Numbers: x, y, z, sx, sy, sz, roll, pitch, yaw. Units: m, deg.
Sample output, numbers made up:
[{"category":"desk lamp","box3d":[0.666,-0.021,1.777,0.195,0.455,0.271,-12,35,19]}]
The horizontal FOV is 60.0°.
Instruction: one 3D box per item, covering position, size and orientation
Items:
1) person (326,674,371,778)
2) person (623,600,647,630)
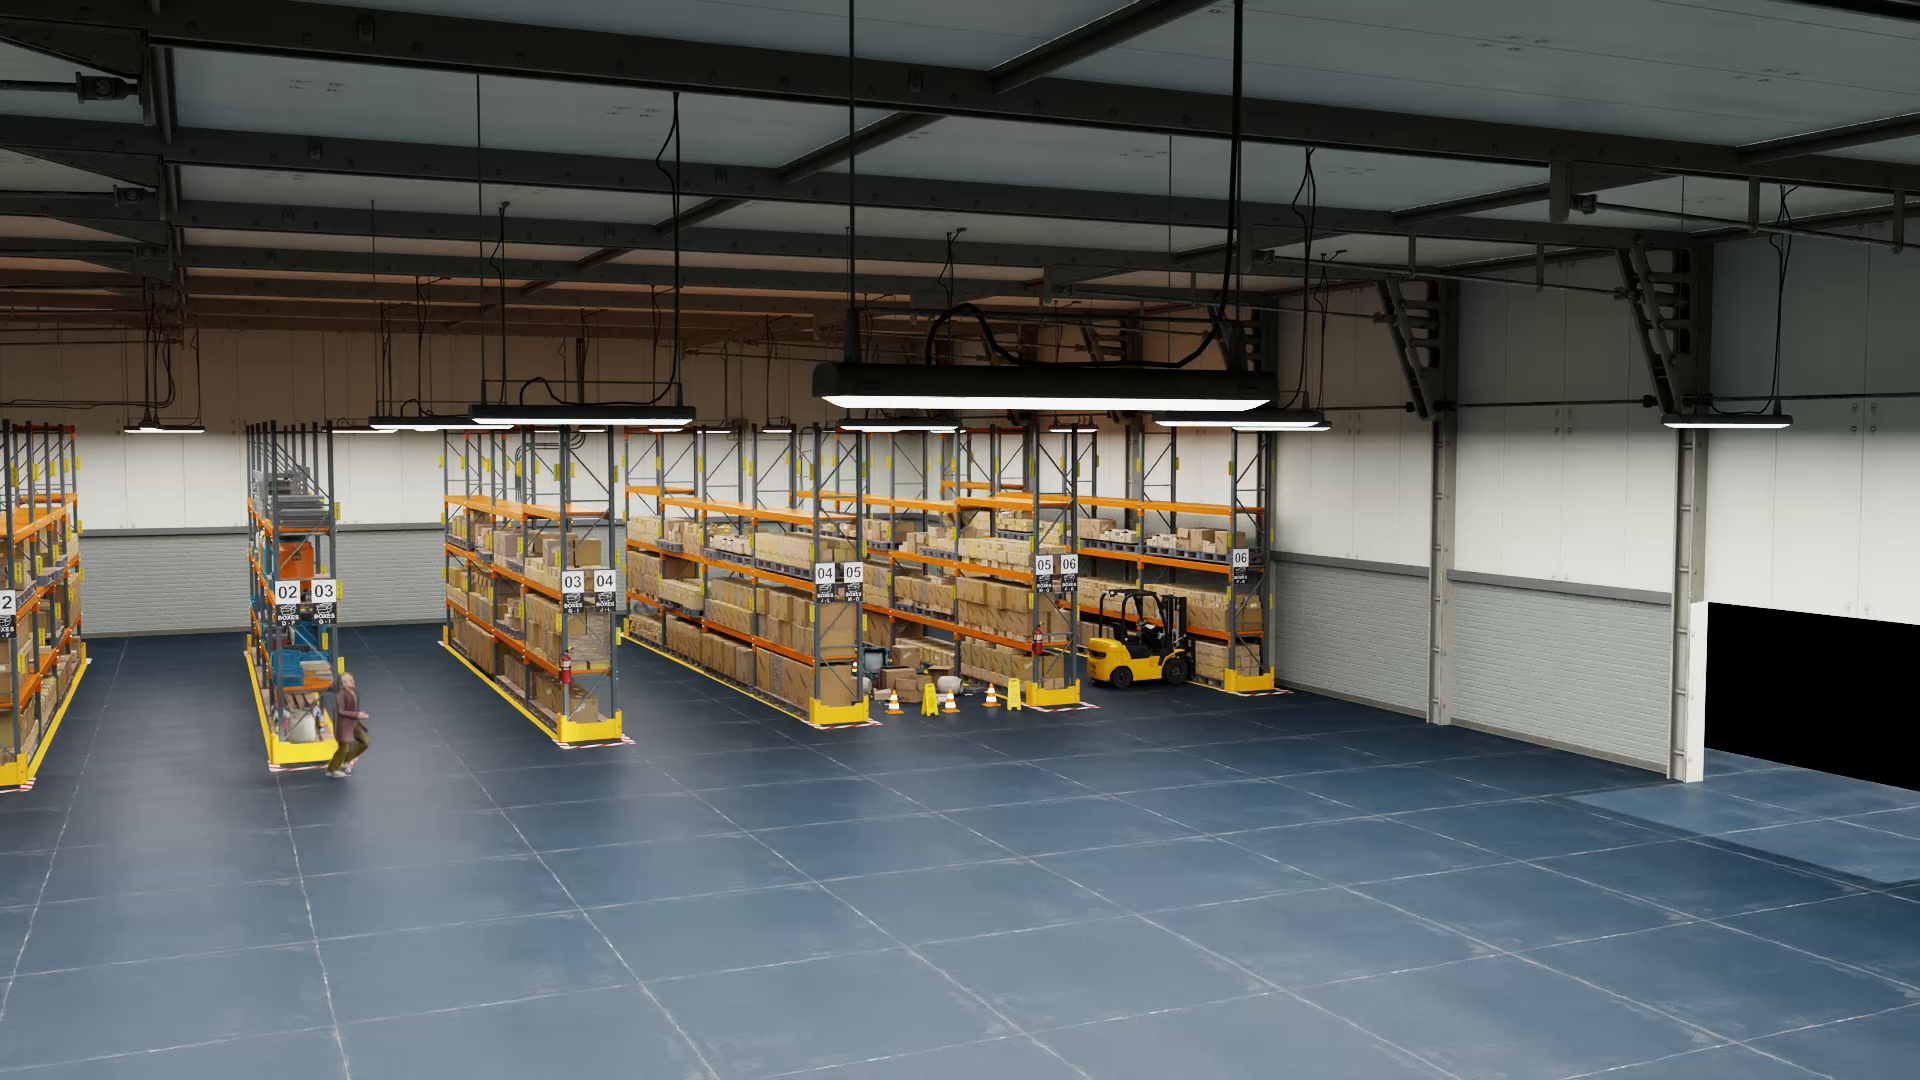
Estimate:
[{"category":"person","box3d":[-10.210,3.106,27.842,0.827,1.724,0.739,1,4,11]},{"category":"person","box3d":[-9.459,1.824,49.101,0.916,1.657,0.584,-2,4,-23]}]
